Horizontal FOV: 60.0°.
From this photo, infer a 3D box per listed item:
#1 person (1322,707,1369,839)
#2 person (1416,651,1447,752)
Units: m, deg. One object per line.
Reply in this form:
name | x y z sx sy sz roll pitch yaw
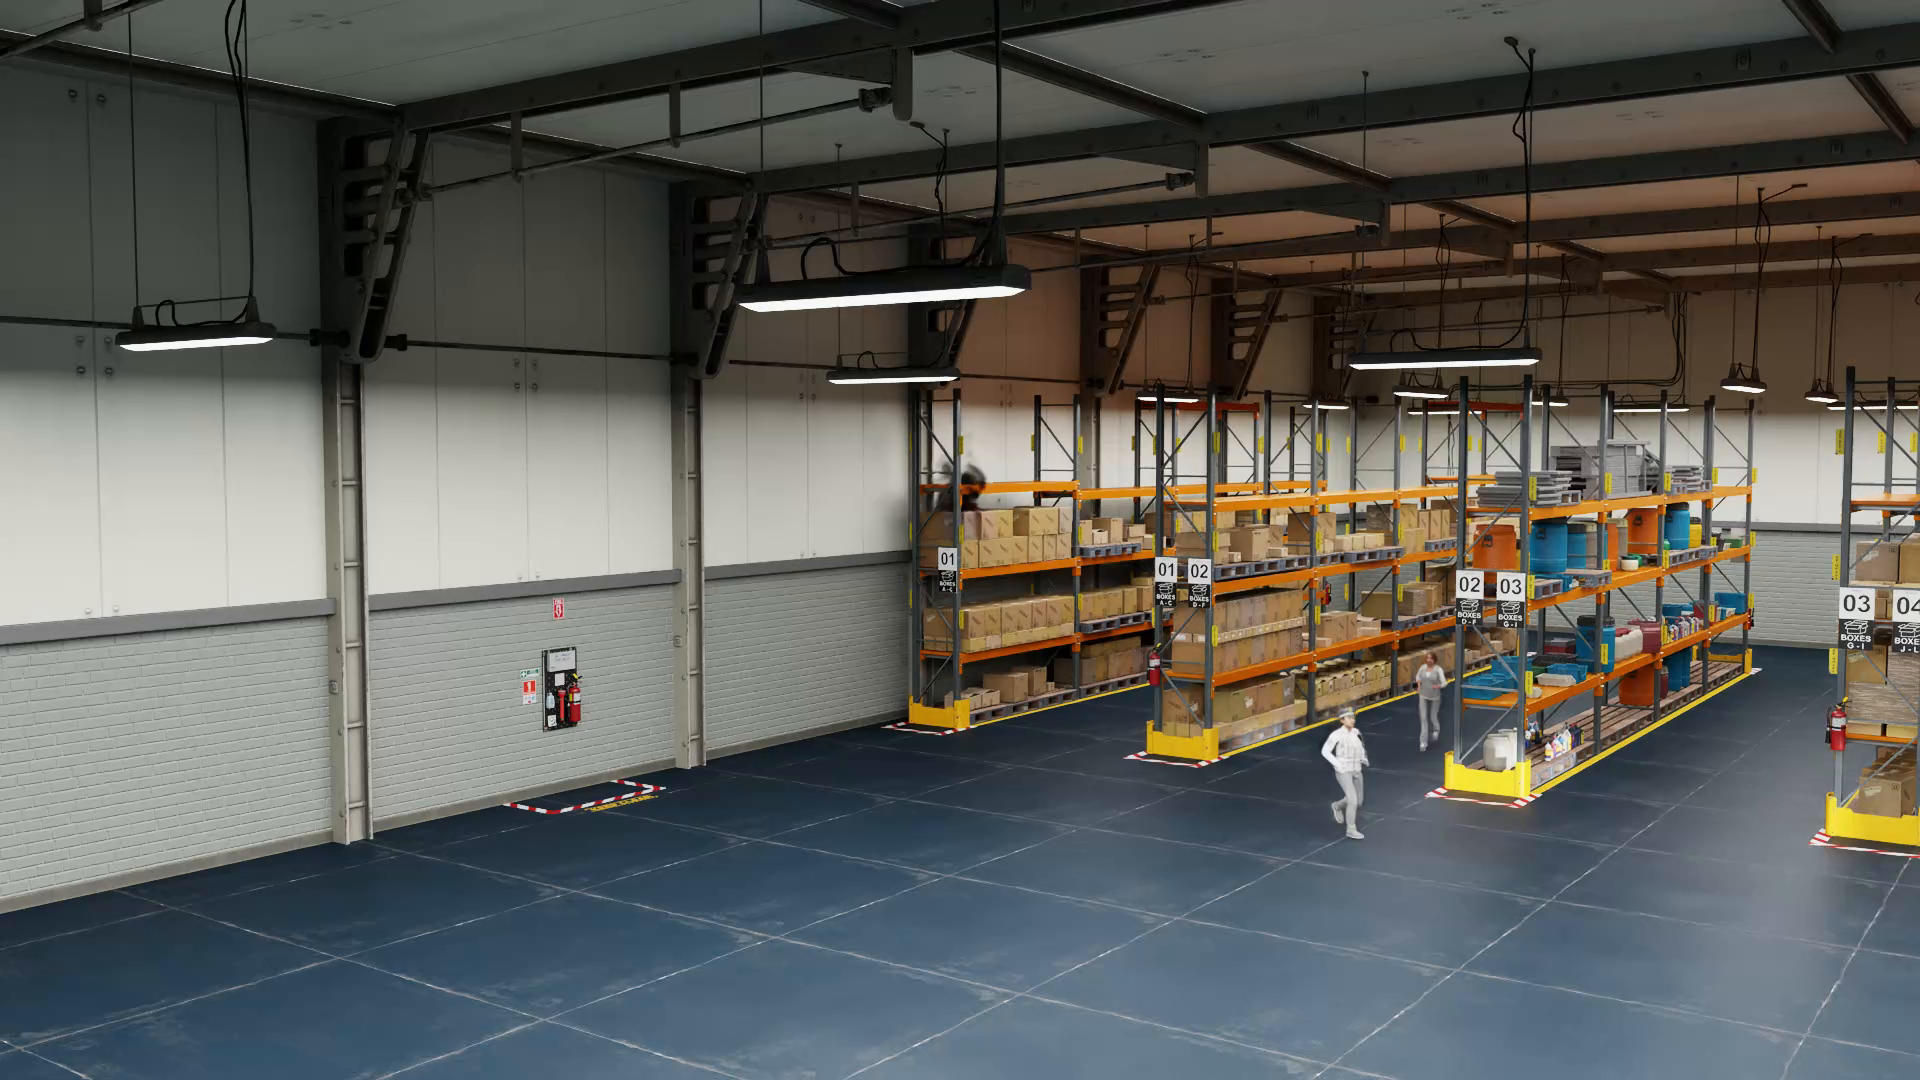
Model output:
person | 4.953 2.957 21.309 0.612 1.653 0.669 -2 4 -25
person | 7.754 2.630 27.414 0.539 1.606 0.878 2 4 27
